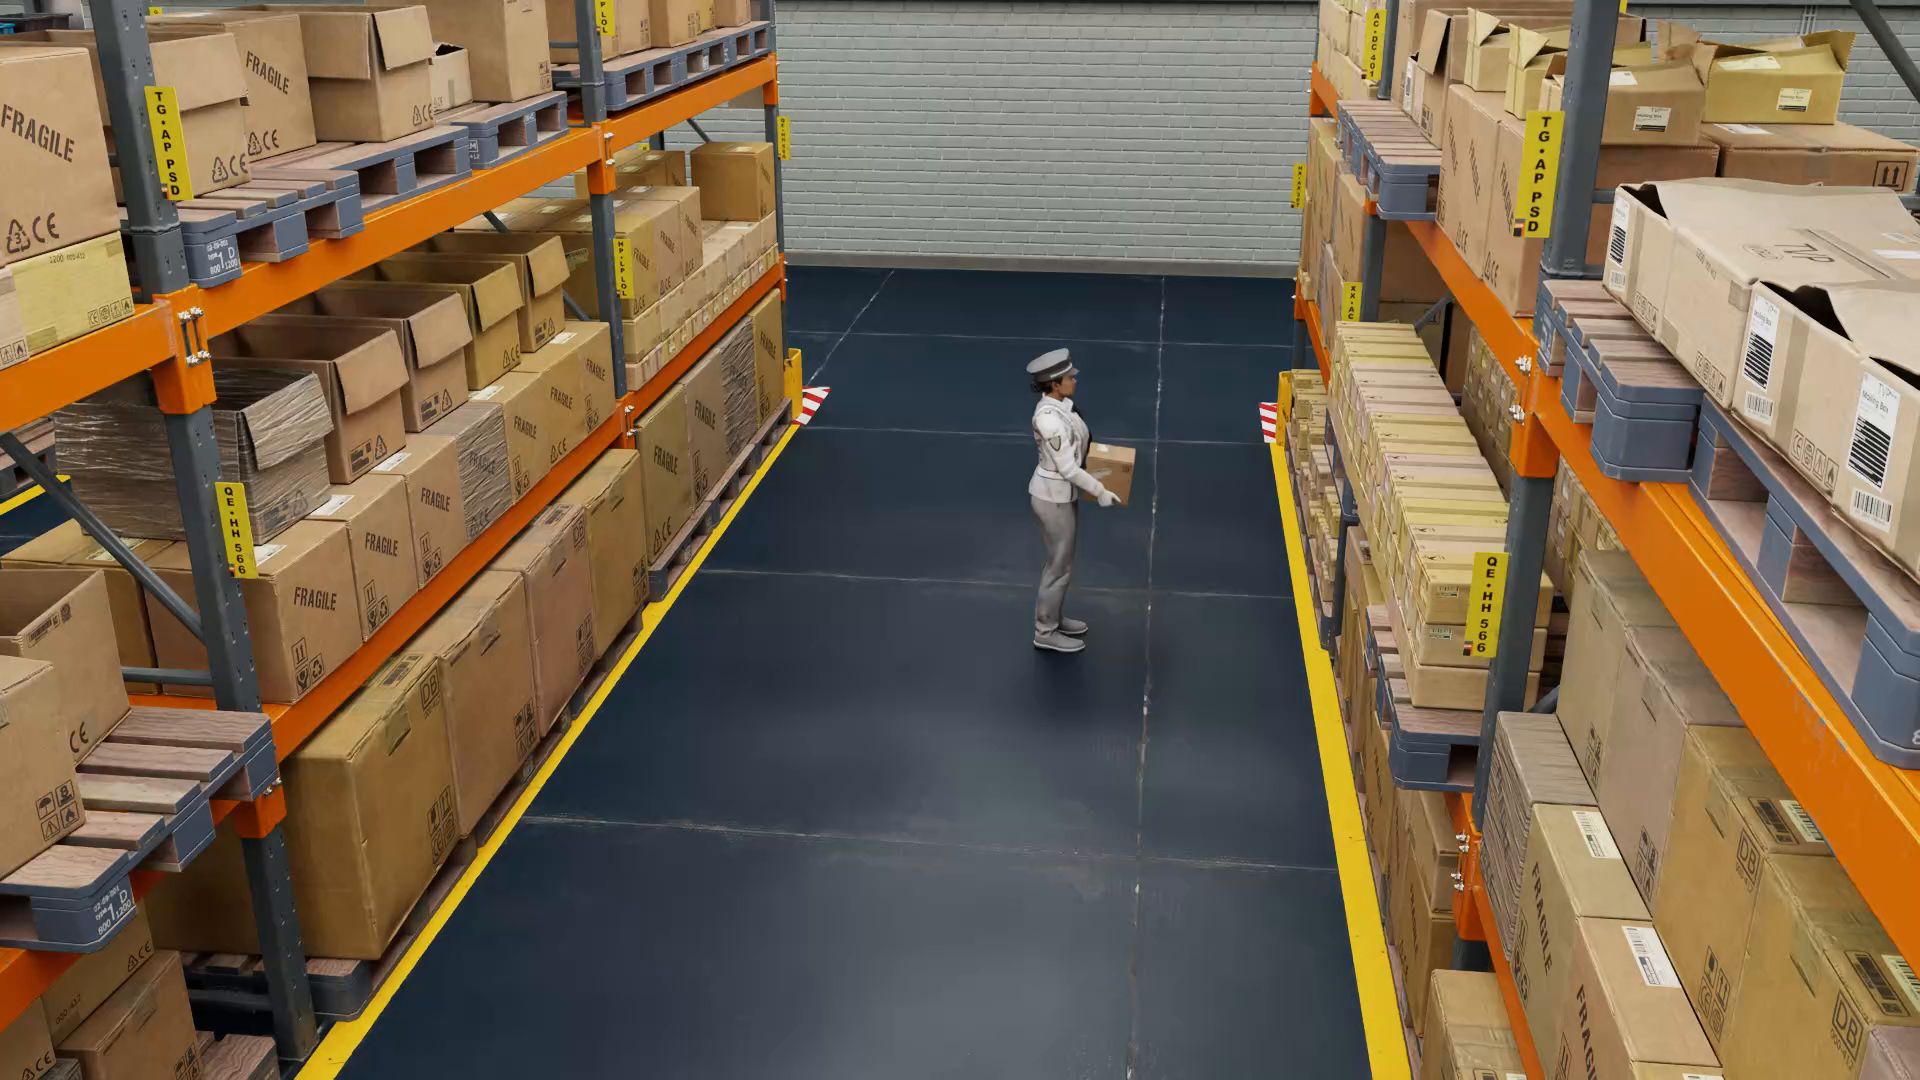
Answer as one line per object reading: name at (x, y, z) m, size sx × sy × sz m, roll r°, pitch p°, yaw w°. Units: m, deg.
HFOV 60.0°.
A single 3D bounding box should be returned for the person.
person at (0.618, -0.219, 9.115) m, size 0.532 × 1.690 × 0.459 m, roll 3°, pitch 21°, yaw 7°
